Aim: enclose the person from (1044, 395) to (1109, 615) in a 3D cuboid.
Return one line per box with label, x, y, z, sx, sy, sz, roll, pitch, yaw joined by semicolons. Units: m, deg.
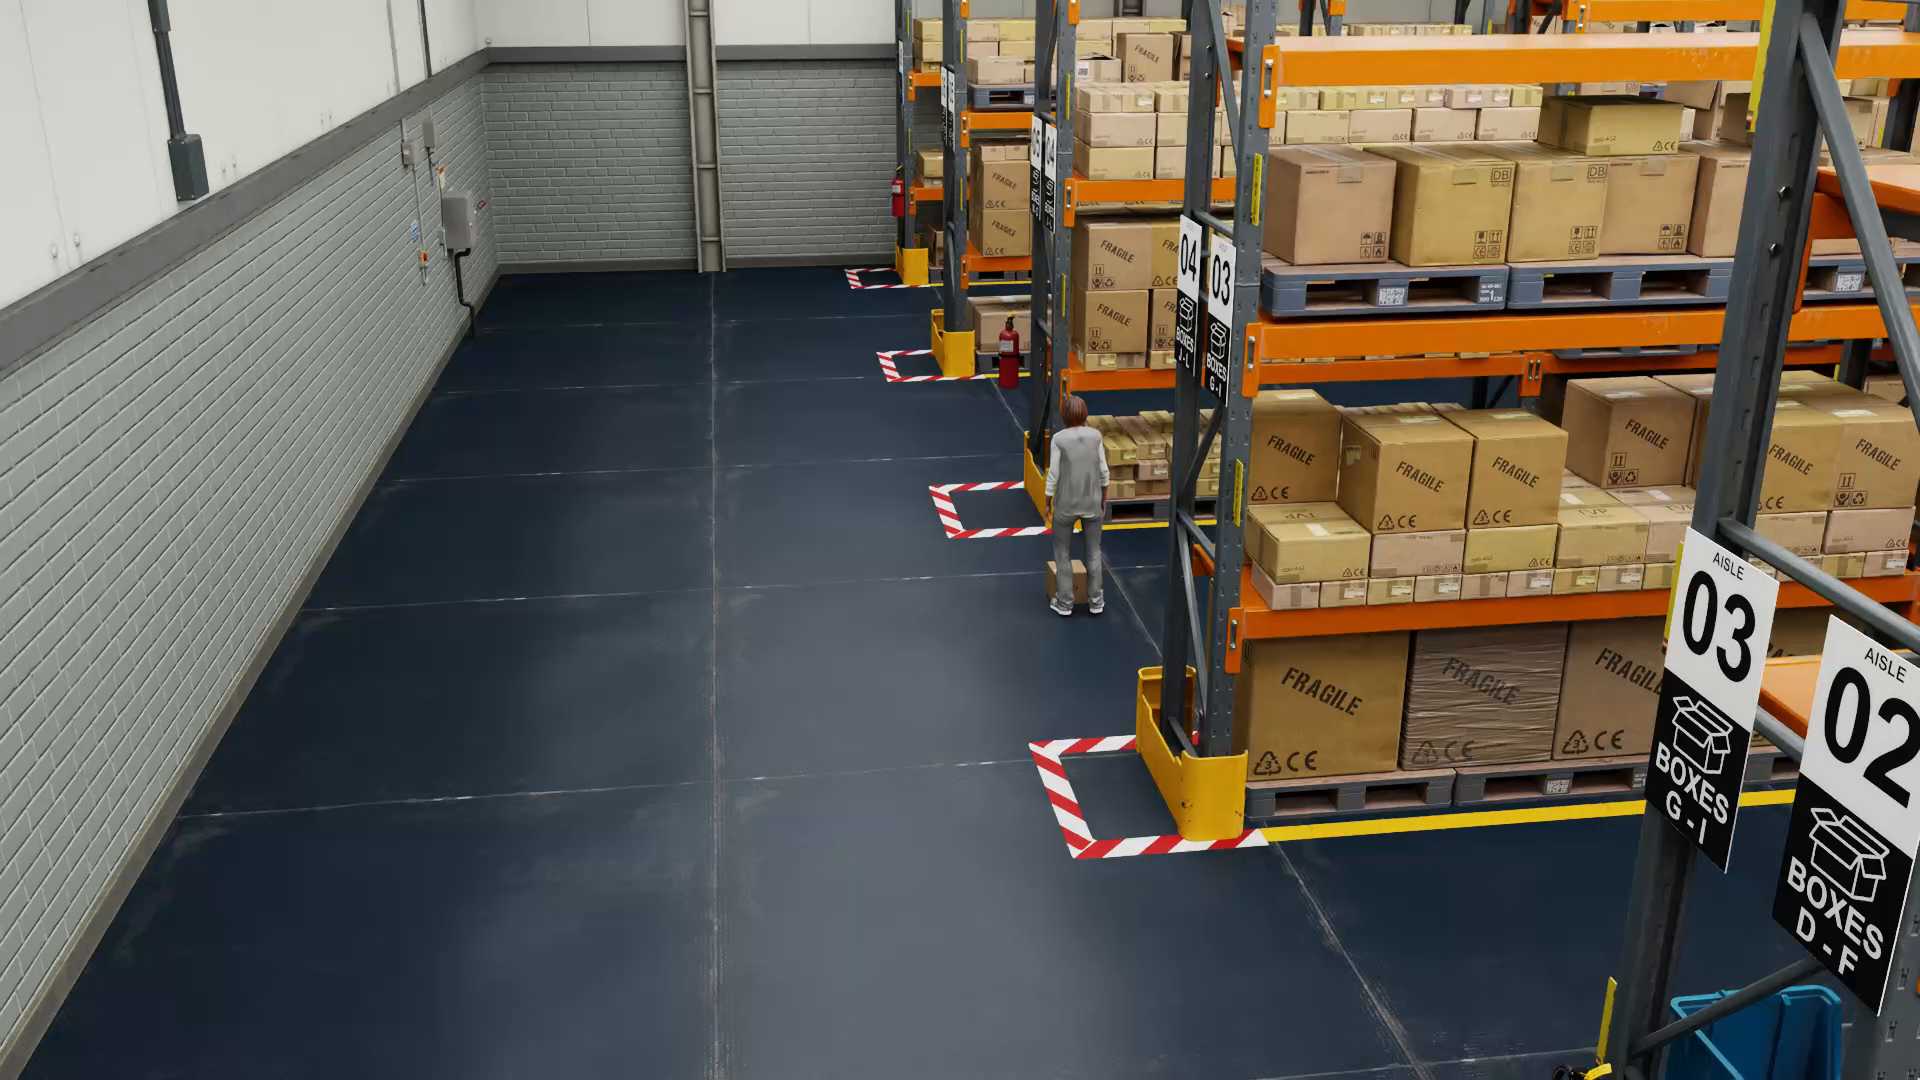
person;0.826;-0.212;11.729;0.483;1.547;0.348;-4;21;-11
